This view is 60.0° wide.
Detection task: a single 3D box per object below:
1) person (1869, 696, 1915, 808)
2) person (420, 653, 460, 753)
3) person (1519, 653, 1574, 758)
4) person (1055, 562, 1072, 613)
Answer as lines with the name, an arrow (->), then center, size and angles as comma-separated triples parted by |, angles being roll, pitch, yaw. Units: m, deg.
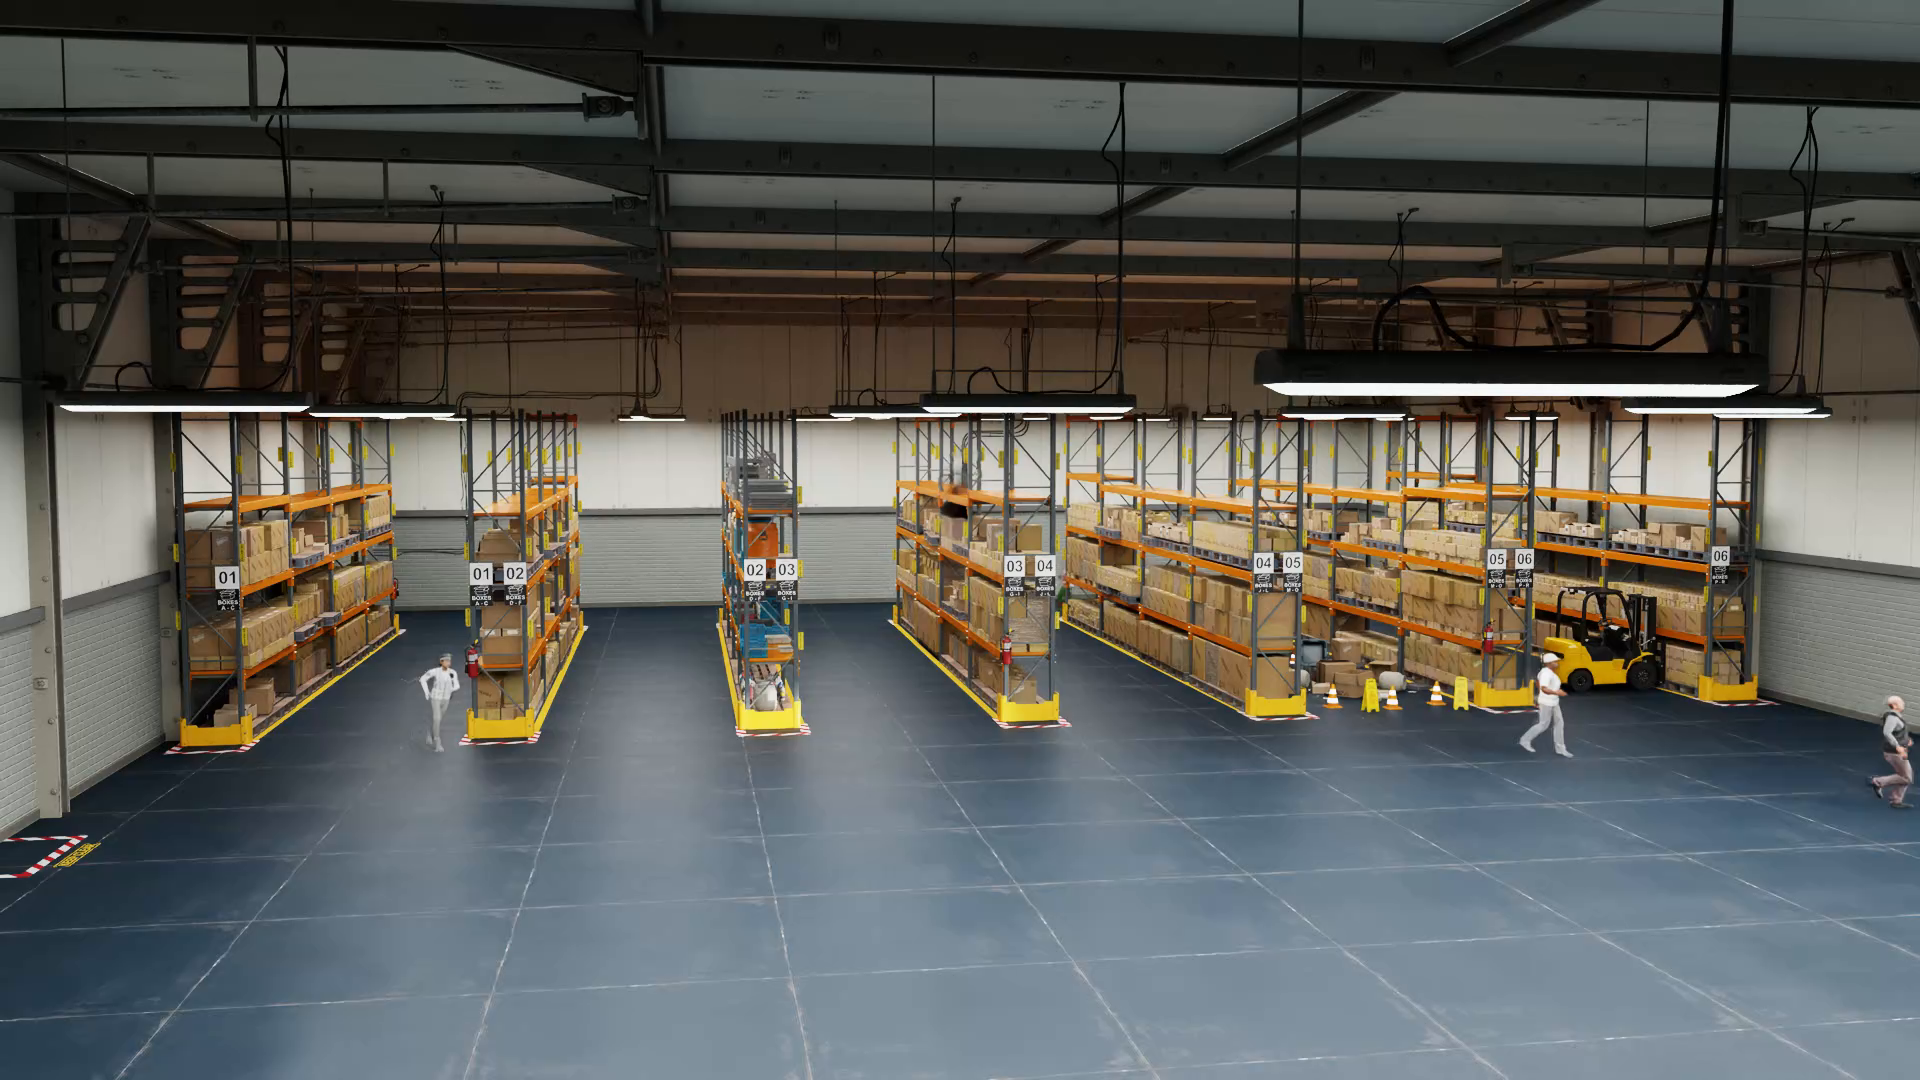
person -> 13.901, 3.161, 24.786 | 0.599, 1.682, 0.671 | 2, 4, 24
person -> -9.162, 2.835, 29.384 | 0.613, 1.681, 0.897 | -4, 5, -42
person -> 10.125, 2.836, 28.631 | 0.879, 1.782, 0.687 | 3, 5, 33
person -> 3.149, 1.377, 49.897 | 0.765, 1.752, 0.649 | 1, 4, 8
